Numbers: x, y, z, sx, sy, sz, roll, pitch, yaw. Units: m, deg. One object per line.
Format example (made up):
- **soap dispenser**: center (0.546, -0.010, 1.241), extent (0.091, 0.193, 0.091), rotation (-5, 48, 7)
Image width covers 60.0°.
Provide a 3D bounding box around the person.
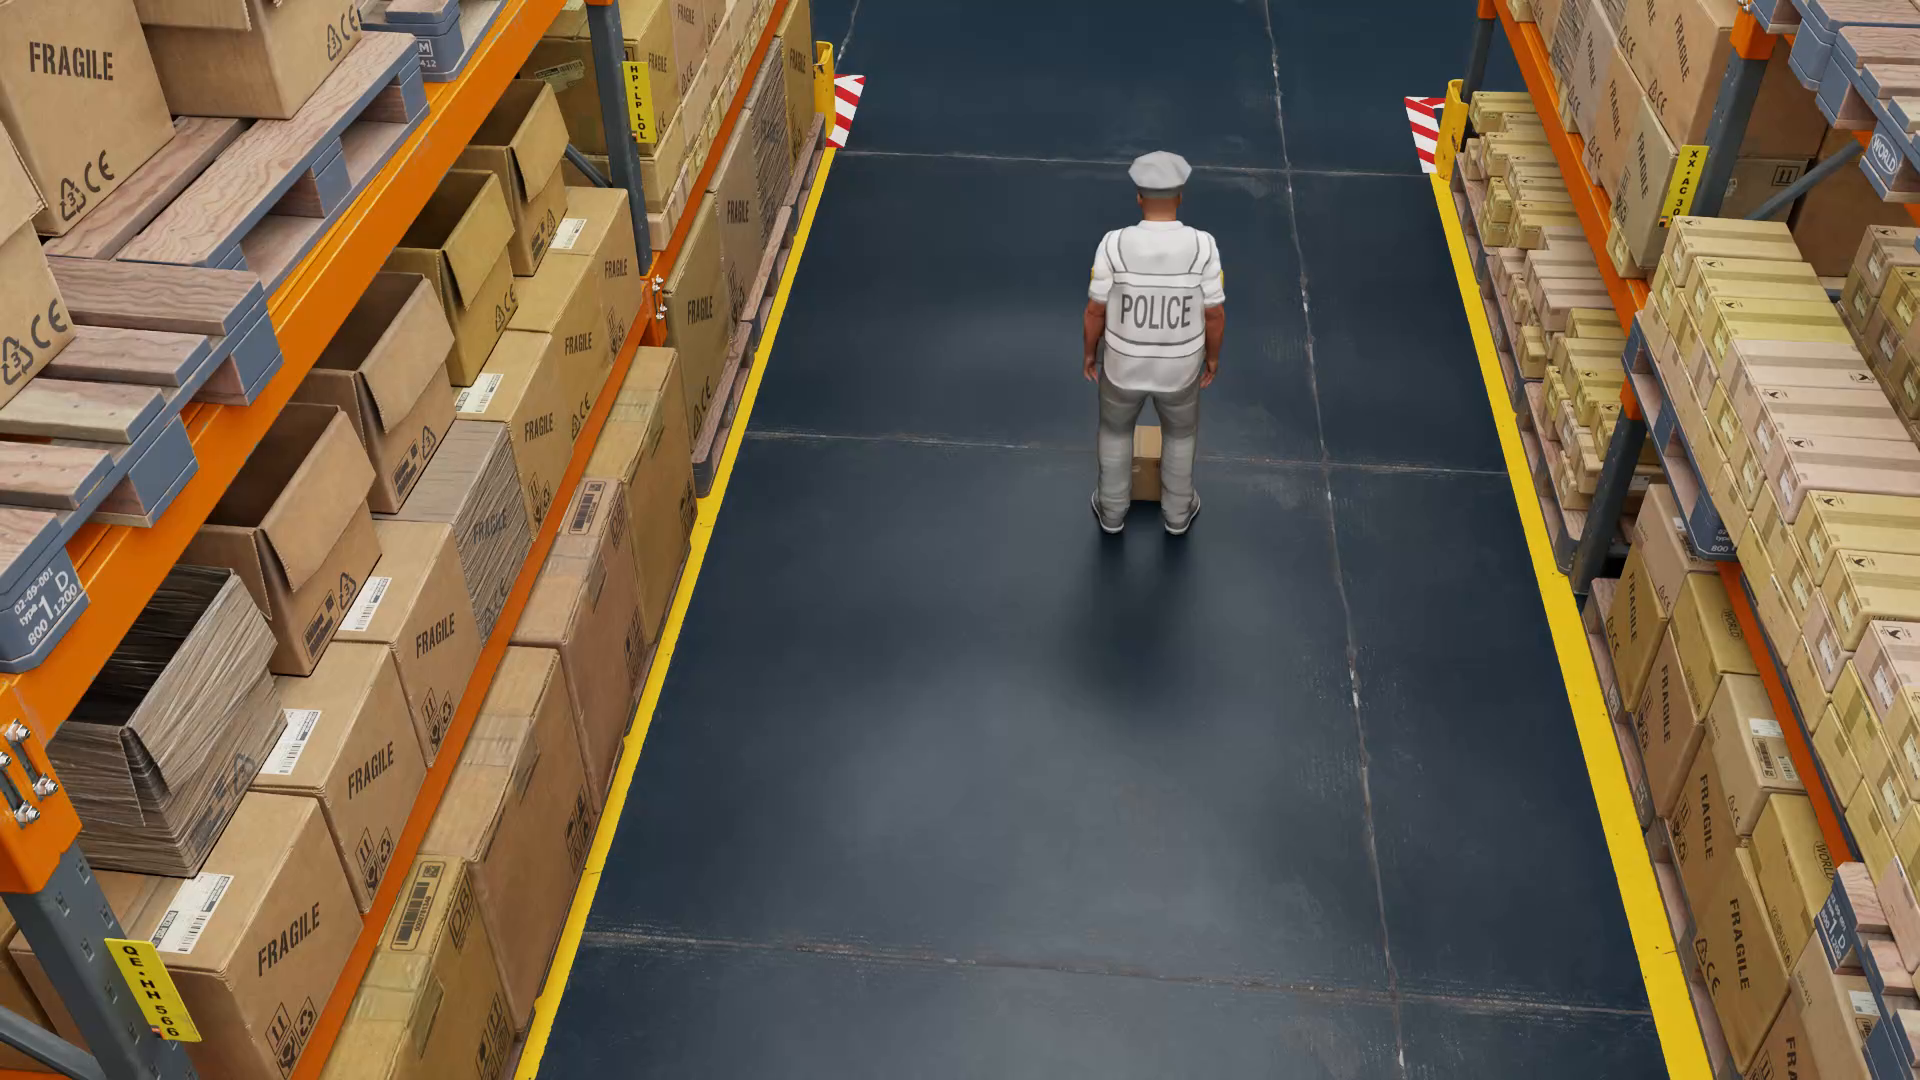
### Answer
- **person**: center (0.811, -0.763, 7.065), extent (0.585, 1.748, 0.432), rotation (3, 40, 4)
